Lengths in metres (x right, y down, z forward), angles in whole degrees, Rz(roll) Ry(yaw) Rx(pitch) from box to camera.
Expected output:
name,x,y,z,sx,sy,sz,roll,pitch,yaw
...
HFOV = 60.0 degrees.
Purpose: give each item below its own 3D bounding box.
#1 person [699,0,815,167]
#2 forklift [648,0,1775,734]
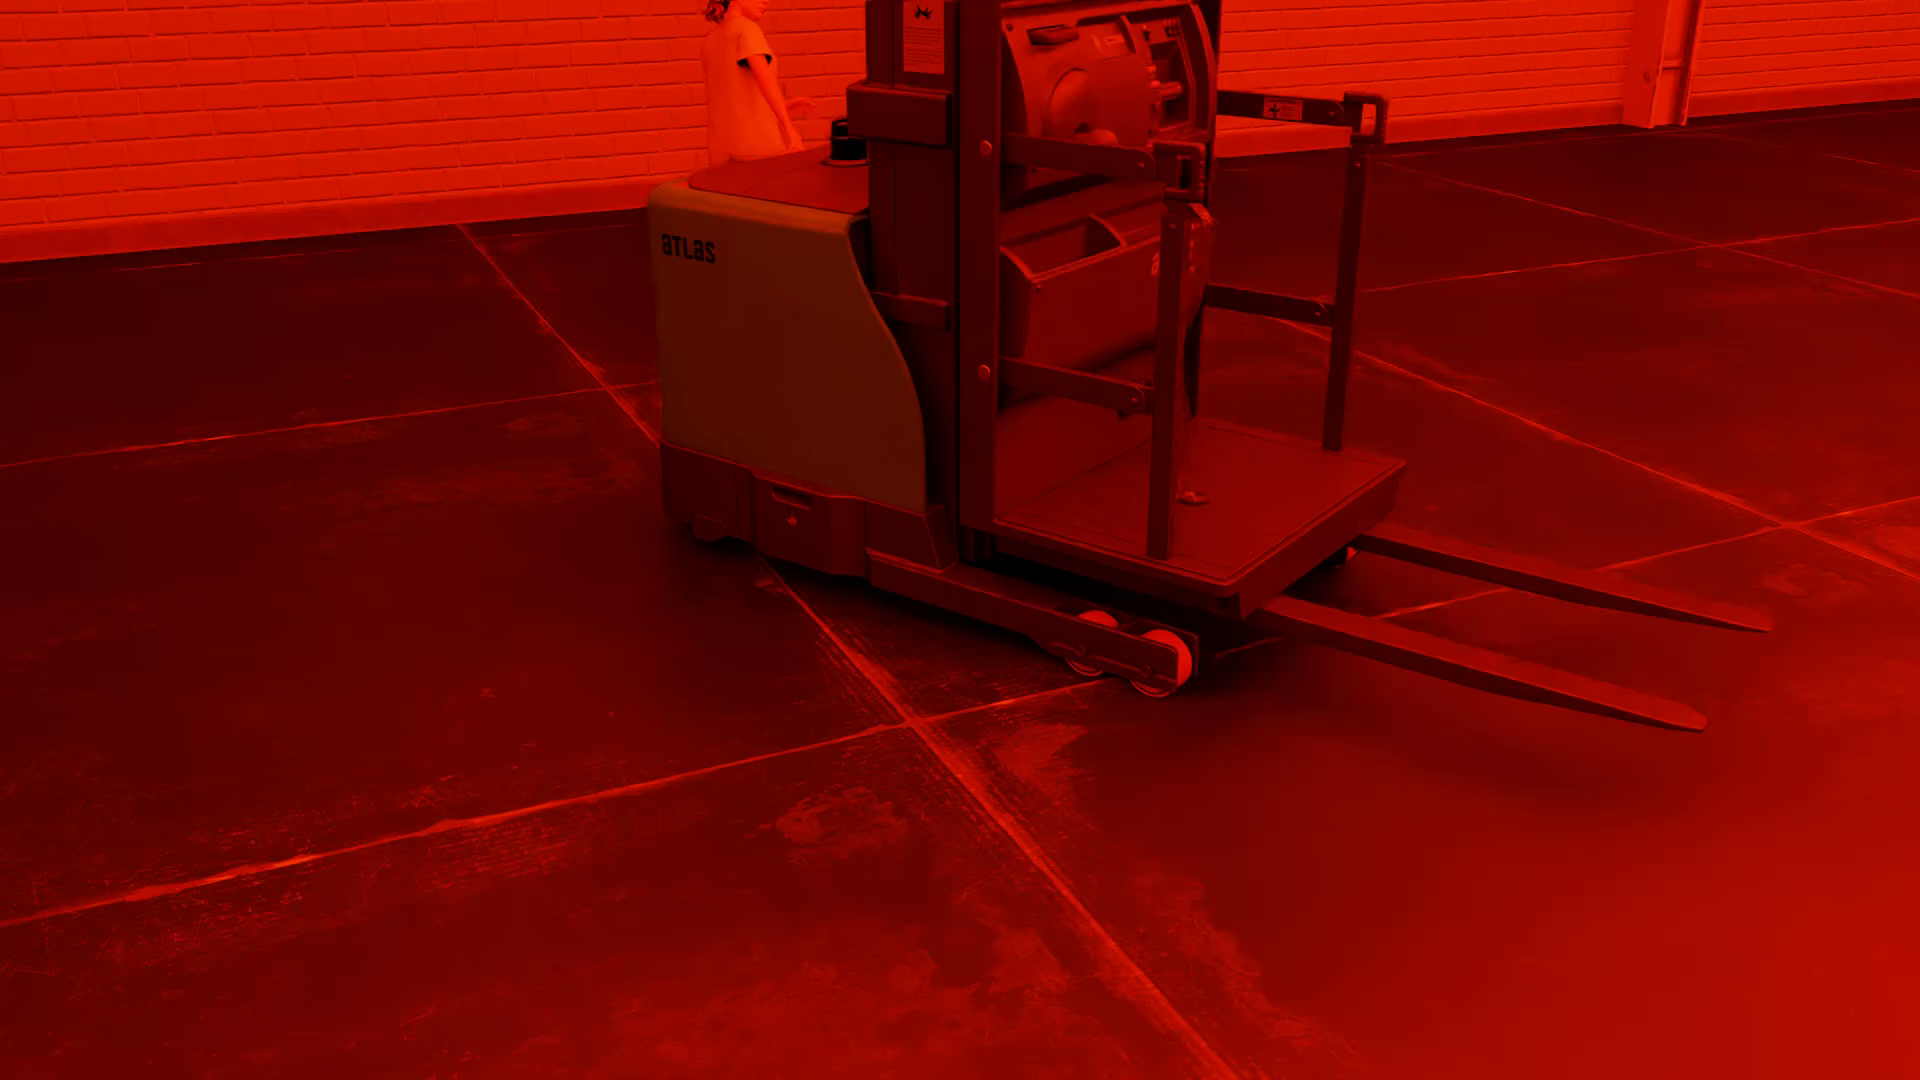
name,x,y,z,sx,sy,sz,roll,pitch,yaw
person,-0.823,-1.734,7.325,0.704,1.539,0.782,14,26,30
forklift,0.568,-1.190,4.150,3.031,2.935,1.130,16,27,34
